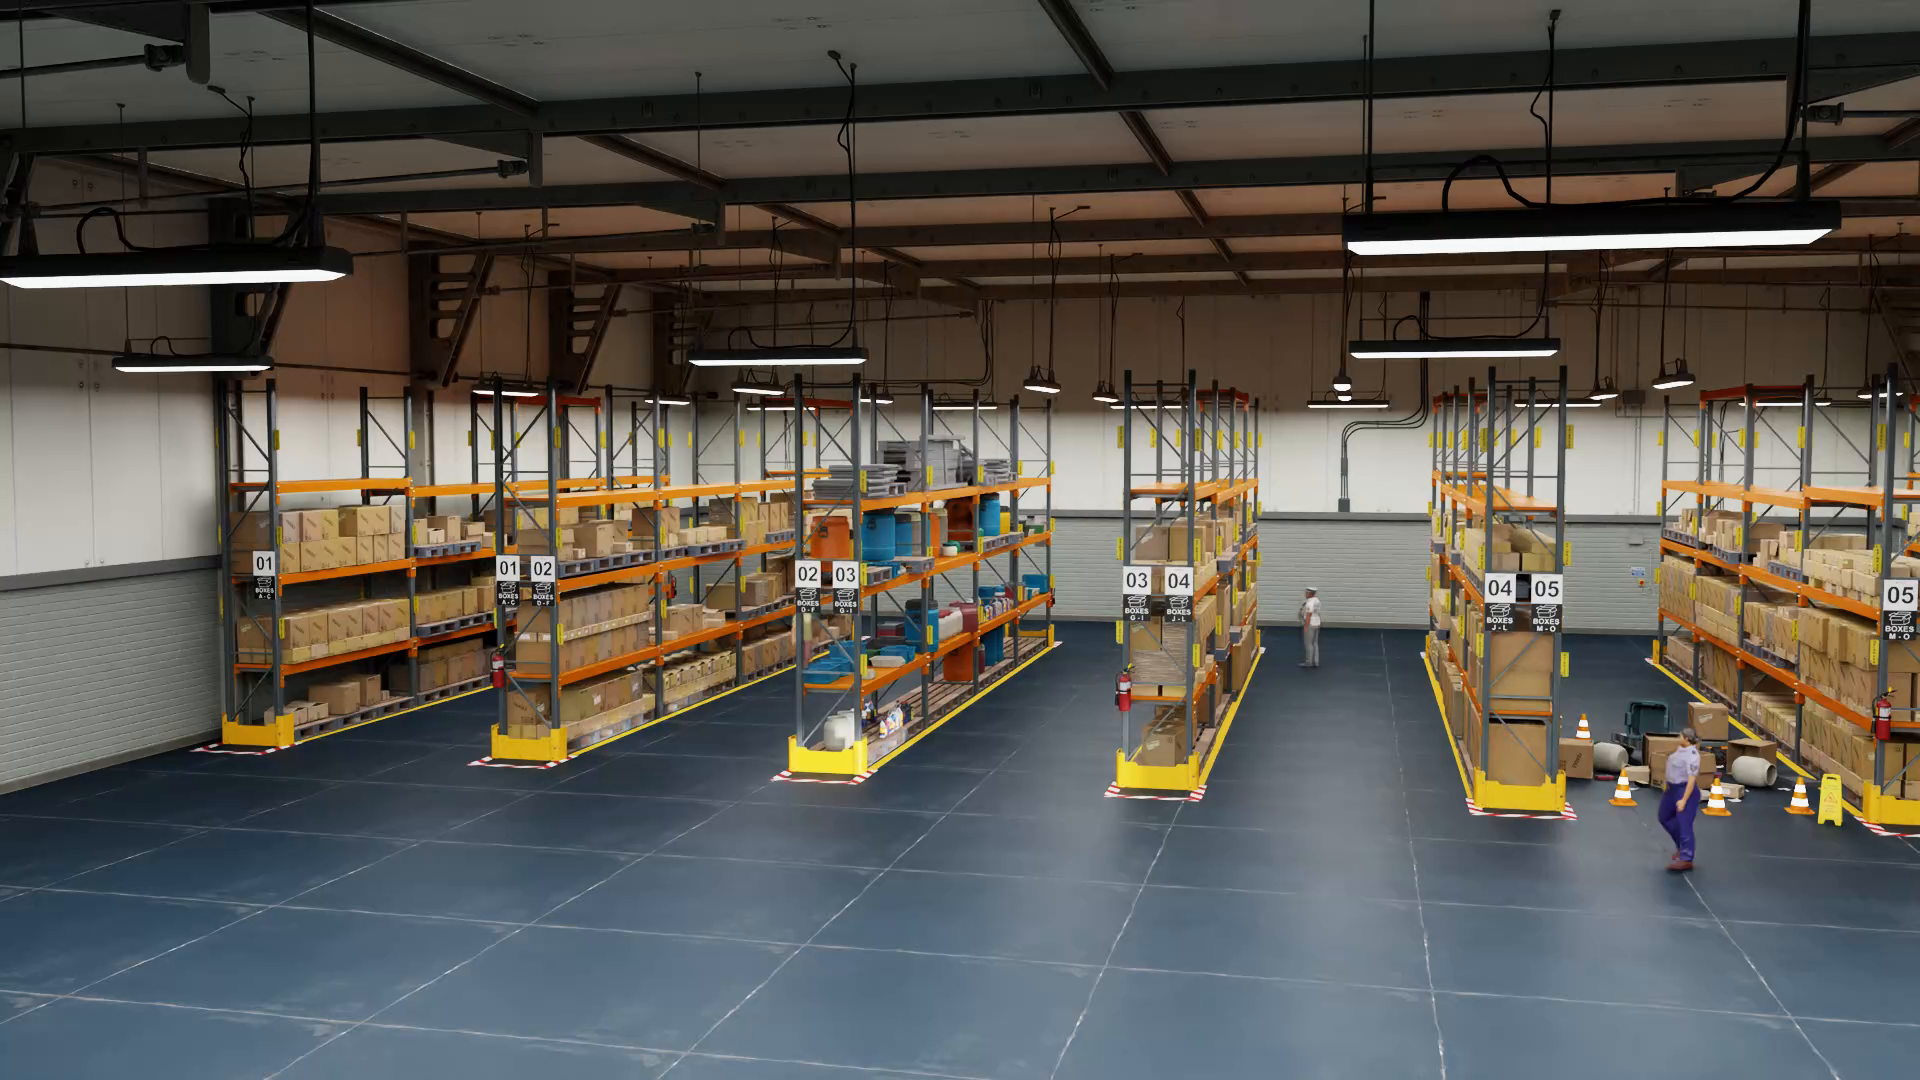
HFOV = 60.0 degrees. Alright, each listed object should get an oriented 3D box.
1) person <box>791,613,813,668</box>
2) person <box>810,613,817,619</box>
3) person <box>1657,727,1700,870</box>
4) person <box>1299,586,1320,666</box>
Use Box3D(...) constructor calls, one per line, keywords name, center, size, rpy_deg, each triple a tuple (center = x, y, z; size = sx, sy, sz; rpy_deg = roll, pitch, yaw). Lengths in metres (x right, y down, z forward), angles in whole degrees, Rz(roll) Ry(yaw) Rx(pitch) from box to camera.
Box3D(name="person", center=(-3.267, 2.118, 34.437), size=(0.478, 1.682, 0.629), rpy_deg=(-1, 3, -10))
Box3D(name="person", center=(-3.881, 1.540, 42.963), size=(1.037, 1.704, 0.698), rpy_deg=(0, 3, 3))
Box3D(name="person", center=(8.481, 3.006, 19.550), size=(0.459, 1.660, 0.585), rpy_deg=(0, 3, -4))
Box3D(name="person", center=(7.728, 1.913, 36.737), size=(0.408, 1.779, 0.621), rpy_deg=(2, 4, 31))
